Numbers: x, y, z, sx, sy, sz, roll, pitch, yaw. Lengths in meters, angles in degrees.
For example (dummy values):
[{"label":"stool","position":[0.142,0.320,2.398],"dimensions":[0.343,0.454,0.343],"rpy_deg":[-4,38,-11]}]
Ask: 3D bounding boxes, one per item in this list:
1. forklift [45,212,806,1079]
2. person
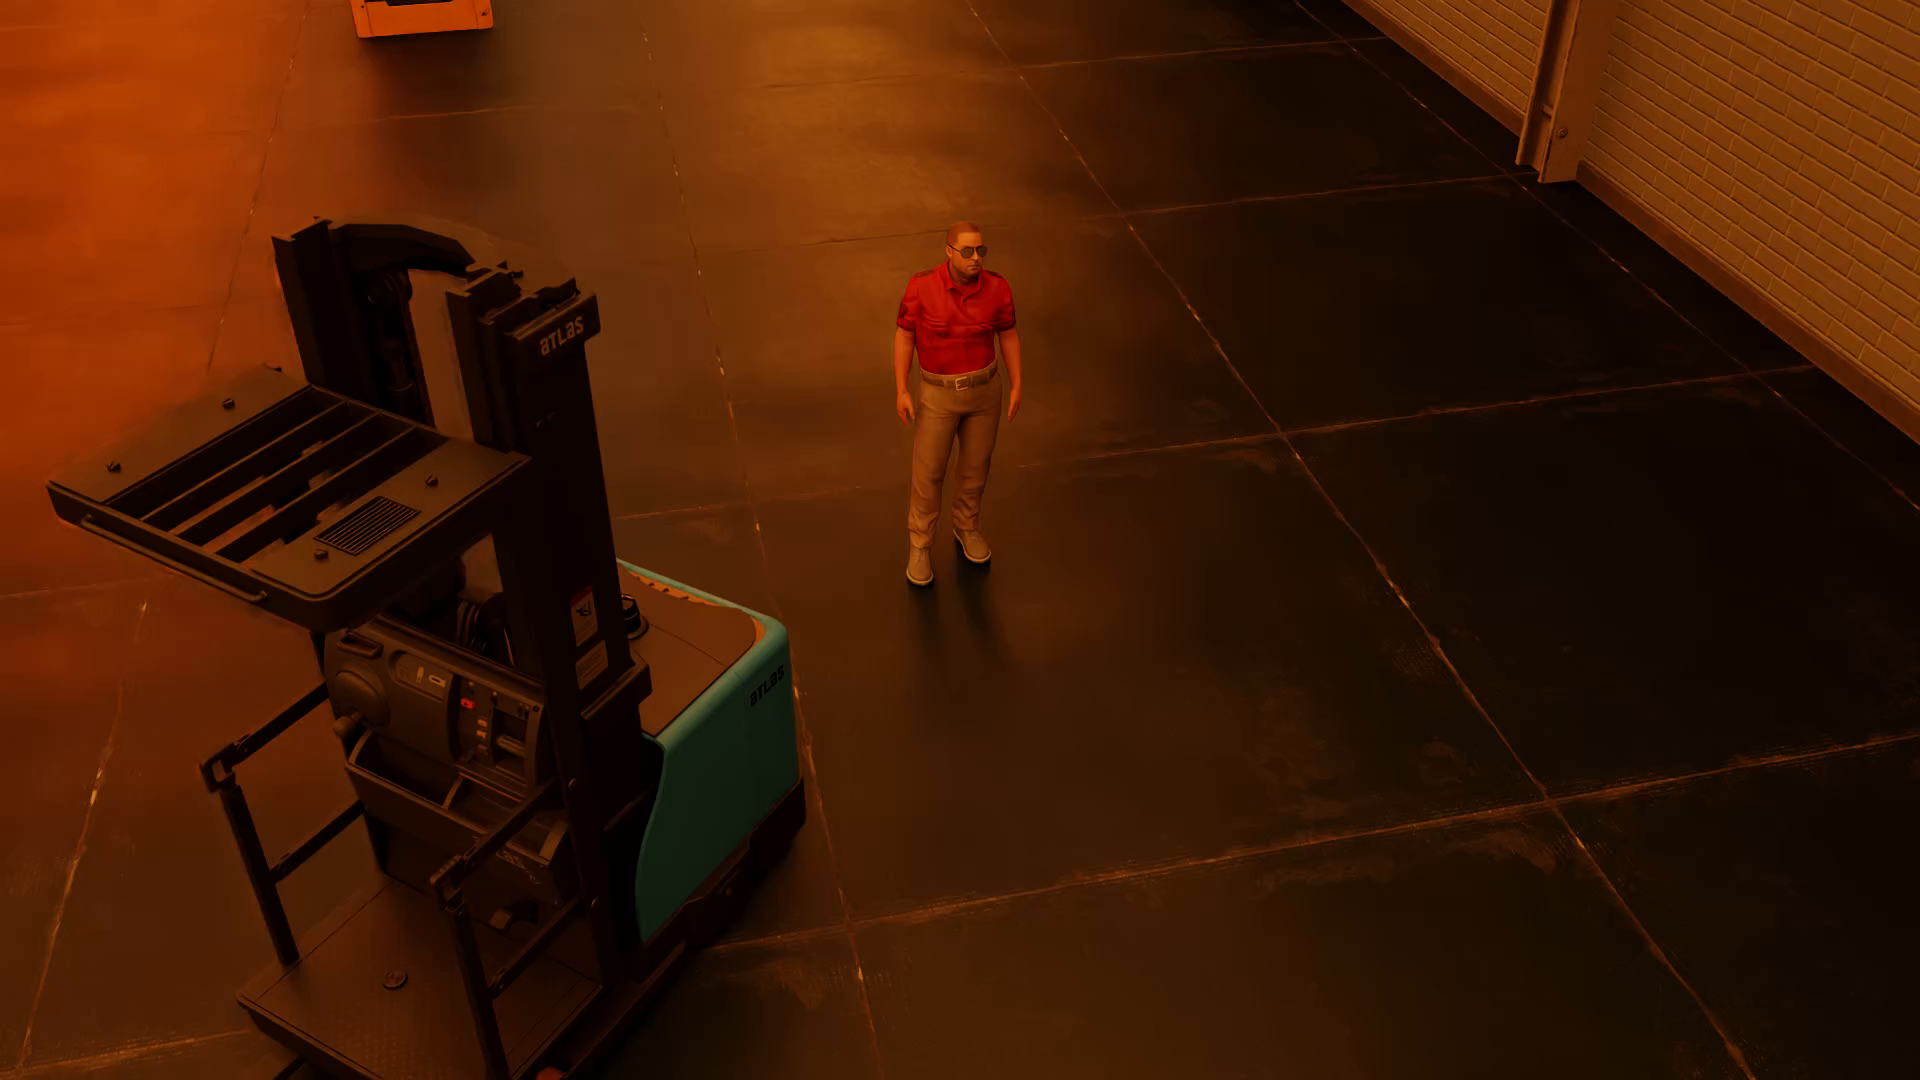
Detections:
[{"label":"forklift","position":[-1.809,0.599,5.218],"dimensions":[1.130,2.935,3.031],"rpy_deg":[19,40,24]},{"label":"person","position":[0.008,-0.654,7.978],"dimensions":[0.640,1.727,0.551],"rpy_deg":[-8,36,-11]}]
